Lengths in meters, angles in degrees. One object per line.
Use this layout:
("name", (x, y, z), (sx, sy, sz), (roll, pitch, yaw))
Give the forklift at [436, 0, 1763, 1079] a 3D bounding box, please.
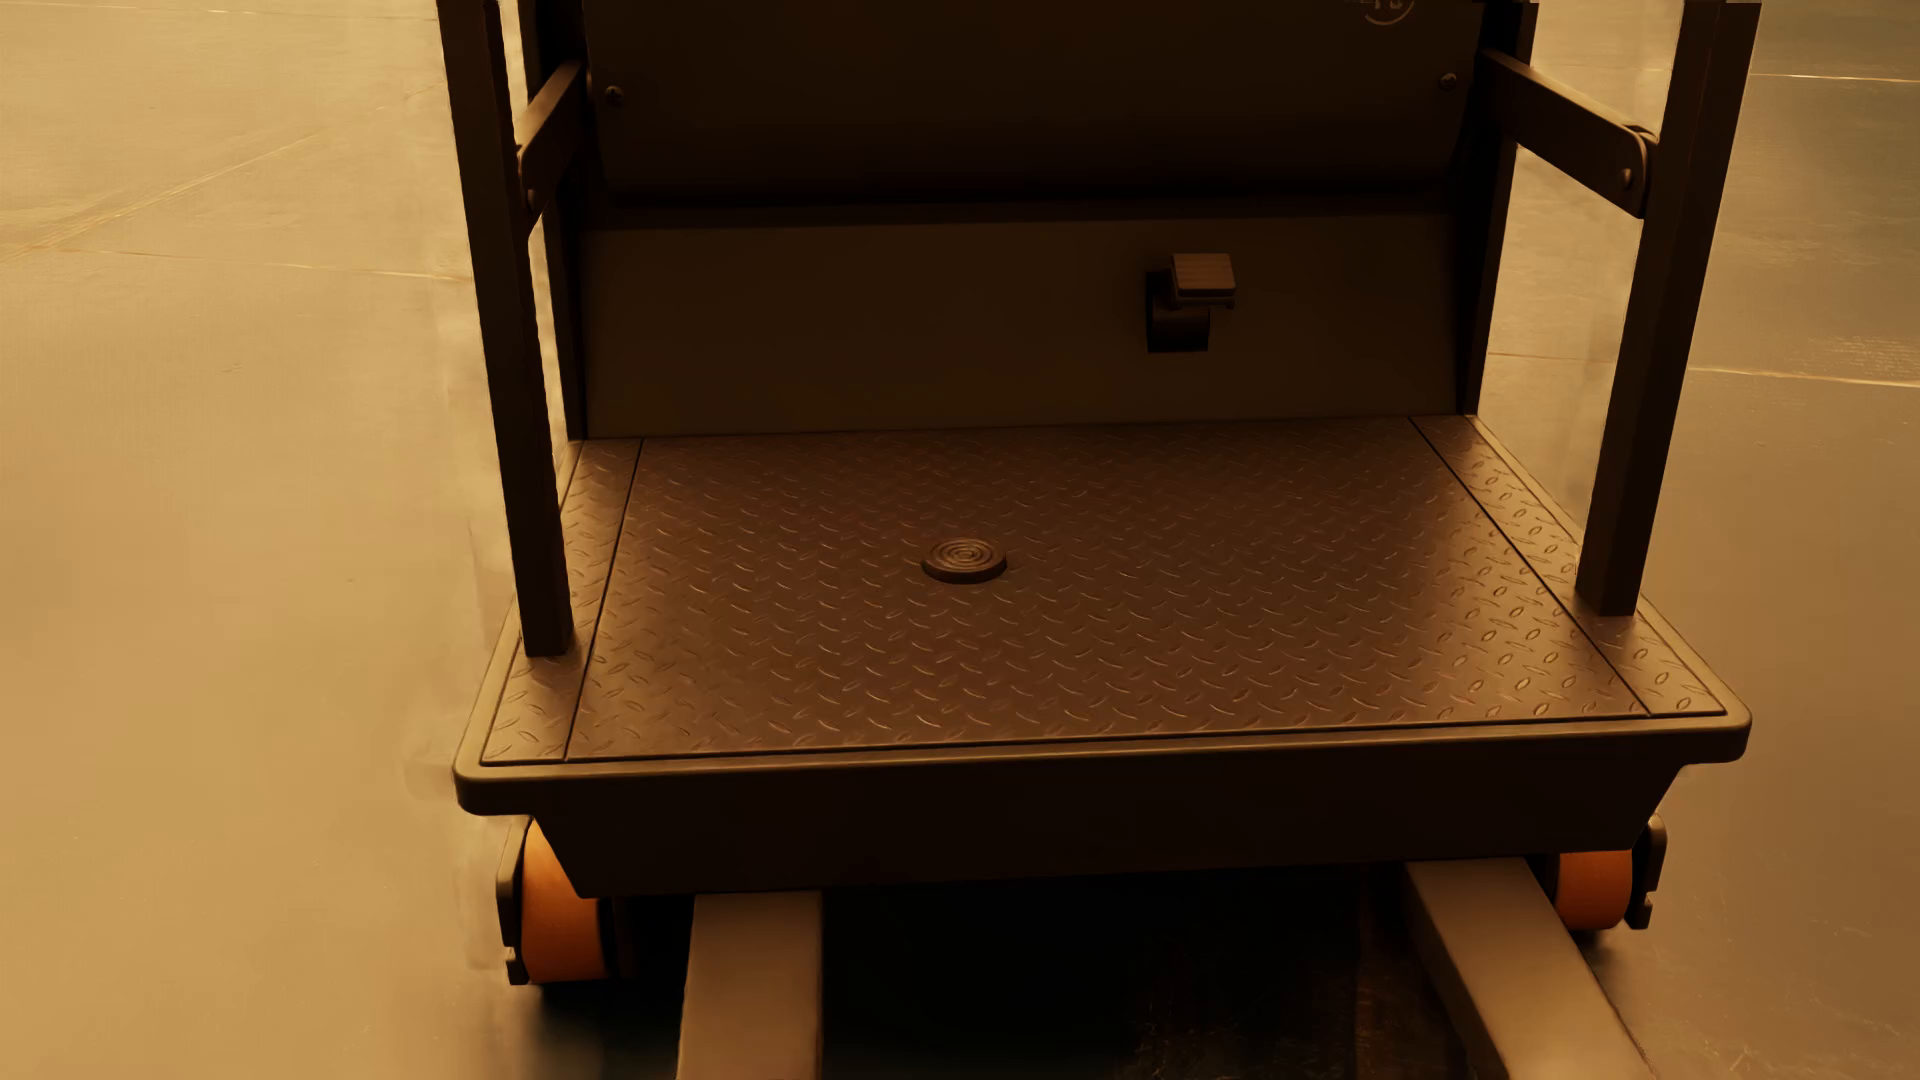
("forklift", (0.098, -1.029, 1.286), (1.130, 2.935, 3.031), (-2, 27, -4))
